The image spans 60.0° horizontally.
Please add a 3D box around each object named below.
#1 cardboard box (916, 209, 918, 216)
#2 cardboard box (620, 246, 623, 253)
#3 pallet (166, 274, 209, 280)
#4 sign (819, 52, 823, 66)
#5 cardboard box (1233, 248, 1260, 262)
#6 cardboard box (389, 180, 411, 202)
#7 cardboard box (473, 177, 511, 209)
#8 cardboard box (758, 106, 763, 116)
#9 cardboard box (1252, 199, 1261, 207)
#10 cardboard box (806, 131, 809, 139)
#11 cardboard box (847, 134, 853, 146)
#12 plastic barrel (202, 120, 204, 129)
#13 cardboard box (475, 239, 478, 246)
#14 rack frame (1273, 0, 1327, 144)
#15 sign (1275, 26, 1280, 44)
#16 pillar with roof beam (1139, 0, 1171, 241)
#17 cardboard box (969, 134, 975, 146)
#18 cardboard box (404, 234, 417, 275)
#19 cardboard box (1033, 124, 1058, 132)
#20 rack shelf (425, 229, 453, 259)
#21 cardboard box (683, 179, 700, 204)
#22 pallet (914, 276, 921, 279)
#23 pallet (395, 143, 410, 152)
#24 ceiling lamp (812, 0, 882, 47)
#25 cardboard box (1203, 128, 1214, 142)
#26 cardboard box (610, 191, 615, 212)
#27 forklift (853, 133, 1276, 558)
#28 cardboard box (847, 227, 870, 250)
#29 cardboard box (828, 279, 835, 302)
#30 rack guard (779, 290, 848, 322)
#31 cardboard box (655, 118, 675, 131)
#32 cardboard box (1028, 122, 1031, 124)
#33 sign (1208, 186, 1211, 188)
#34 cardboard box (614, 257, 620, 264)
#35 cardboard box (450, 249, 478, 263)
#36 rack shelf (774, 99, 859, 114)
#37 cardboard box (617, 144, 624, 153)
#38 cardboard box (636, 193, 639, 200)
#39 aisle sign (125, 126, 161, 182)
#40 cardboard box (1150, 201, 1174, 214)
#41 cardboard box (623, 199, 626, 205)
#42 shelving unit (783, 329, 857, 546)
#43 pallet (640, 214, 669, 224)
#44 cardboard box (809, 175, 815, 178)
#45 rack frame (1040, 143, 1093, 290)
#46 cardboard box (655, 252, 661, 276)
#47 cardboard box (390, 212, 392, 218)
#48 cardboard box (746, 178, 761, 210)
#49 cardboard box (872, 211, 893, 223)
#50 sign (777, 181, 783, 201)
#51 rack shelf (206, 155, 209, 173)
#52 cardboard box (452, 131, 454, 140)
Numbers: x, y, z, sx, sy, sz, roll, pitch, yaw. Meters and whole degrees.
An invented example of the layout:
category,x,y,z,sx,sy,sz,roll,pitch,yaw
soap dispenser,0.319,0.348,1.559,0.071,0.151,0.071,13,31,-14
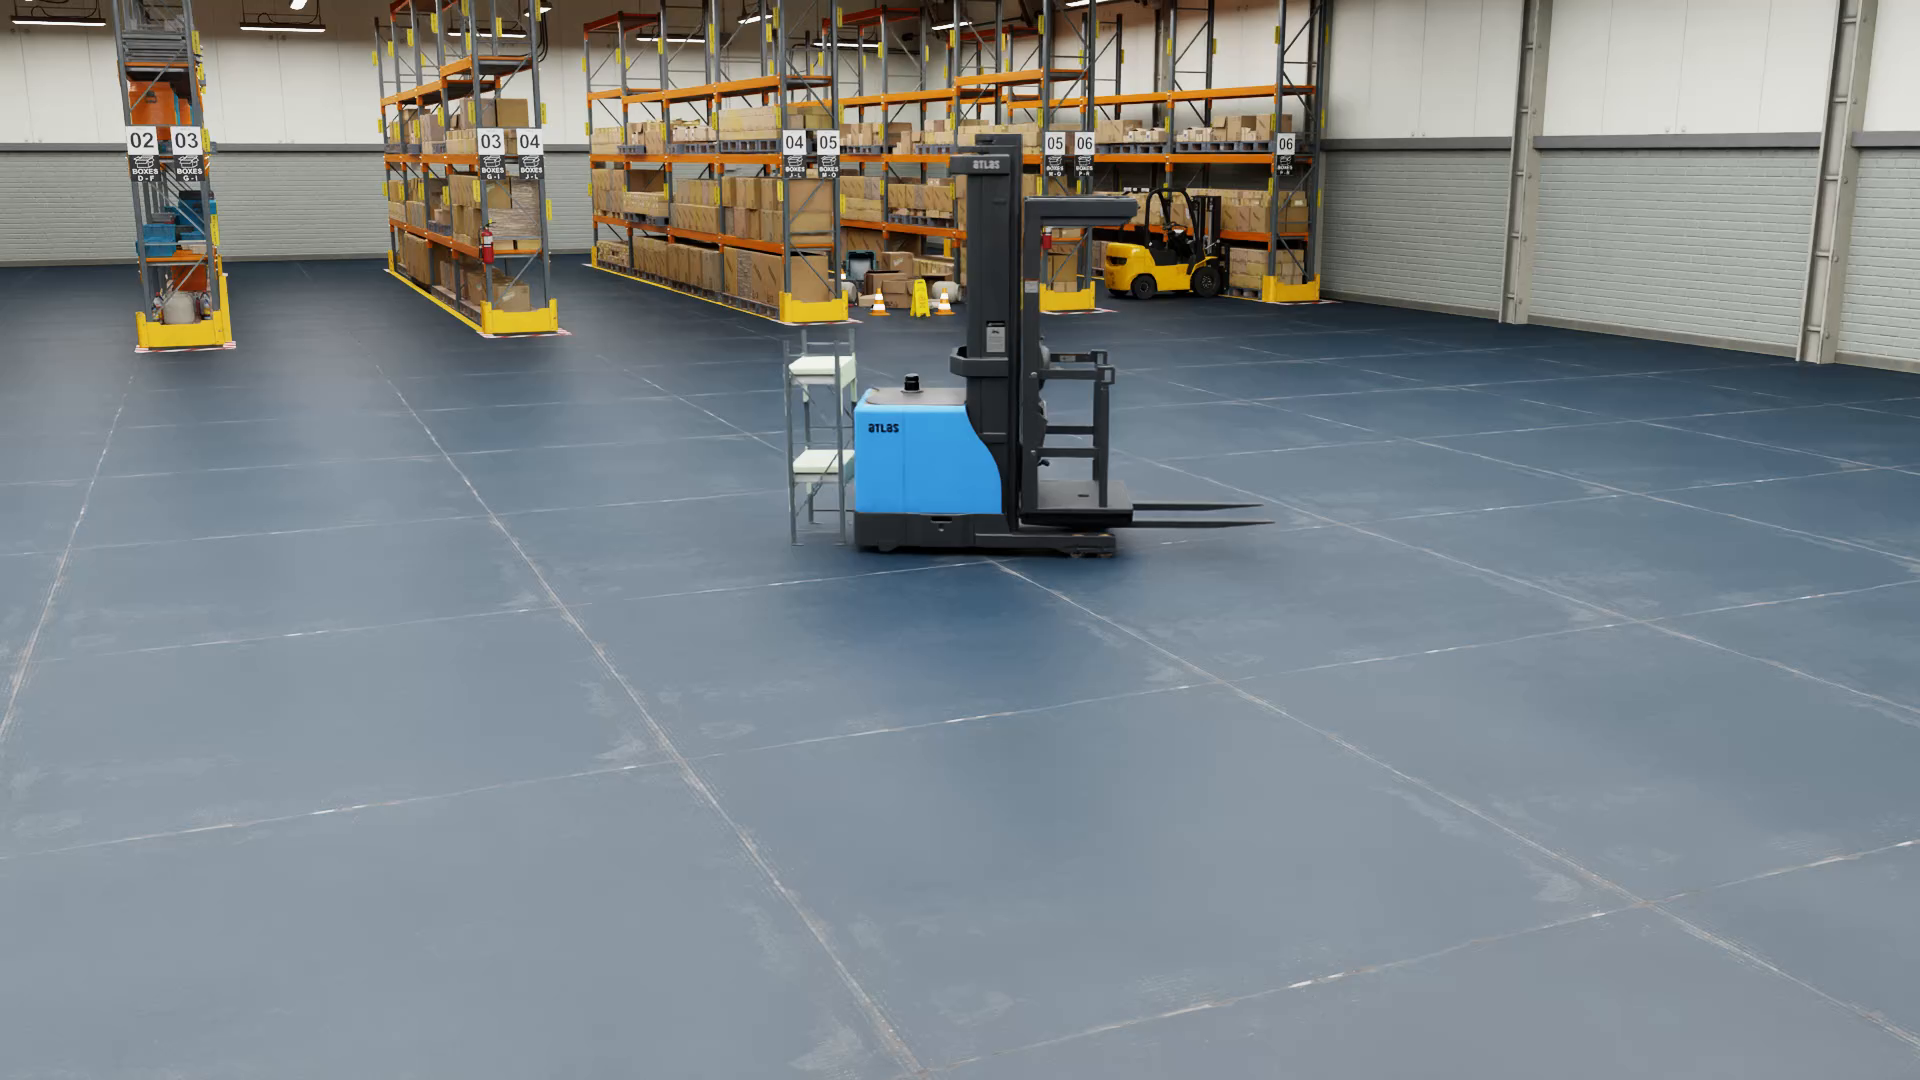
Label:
category,x,y,z,sx,sy,sz,roll,pitch,yaw
cardboard box,-0.728,-7.112,36.070,0.380,0.149,0.250,-5,14,-21
cardboard box,-7.969,-7.006,40.059,0.380,0.149,0.250,-6,14,-23
pallet,-16.796,-5.666,36.381,1.003,0.211,1.213,-6,14,-23
sign,-3.366,-11.628,40.231,0.100,0.325,0.005,-6,14,-23
cardboard box,5.826,-5.712,33.347,0.500,0.250,0.500,-5,14,-22
cardboard box,-13.385,-8.360,39.848,0.500,0.500,0.500,-6,14,-24
cardboard box,-7.568,-5.616,26.883,0.500,0.500,0.500,-6,14,-23
cardboard box,-3.288,-7.449,28.884,0.380,0.149,0.250,-5,14,-22
cardboard box,5.980,-6.649,32.786,0.380,0.149,0.250,-5,14,-22
cardboard box,-2.482,-7.016,28.782,0.380,0.149,0.250,-5,14,-22
cardboard box,-2.437,-9.410,39.088,0.396,0.266,0.258,-4,14,-18
plastic barrel,-15.915,-8.463,34.283,0.600,0.588,0.600,0,13,0
cardboard box,-7.940,-5.018,27.958,0.380,0.149,0.250,-6,14,-23
rack frame,6.506,-9.111,31.778,1.000,3.000,0.127,-6,14,-23
sign,6.003,-9.558,31.464,0.100,0.325,0.005,-6,14,-23
pillar with roof beam,0.705,-10.187,36.427,9.100,9.000,0.548,-6,14,-23
cardboard box,0.497,-7.877,32.773,0.500,0.250,0.500,-6,14,-23
cardboard box,-11.653,-6.362,36.987,1.225,0.875,0.875,-6,14,-23
cardboard box,1.553,-7.510,30.301,0.380,0.149,0.250,-5,14,-22
rack shelf,-9.524,-5.733,32.083,1.077,0.370,4.000,-6,14,-23
cardboard box,-5.366,-7.262,34.653,0.700,0.500,0.500,-6,14,-24
pallet,-0.449,-5.620,36.184,1.003,0.211,1.213,-6,14,-23
pallet,-12.246,-8.911,37.764,1.003,0.211,1.213,-6,14,-23
ceiling lamp,-3.110,-15.604,46.886,2.000,3.185,0.800,-6,14,-23
cardboard box,5.220,-8.330,34.200,0.396,0.266,0.258,-6,14,-24
cardboard box,-8.200,-8.228,40.389,0.500,0.500,0.500,-6,14,-23
forklift,0.764,-1.425,12.025,3.031,2.935,1.130,0,13,2
cardboard box,-2.157,-7.081,40.092,0.875,0.875,0.875,-5,14,-21
cardboard box,-2.576,-4.653,31.359,0.500,0.500,0.500,-3,13,-13
rack guard,-2.526,-4.048,28.752,1.175,0.500,0.348,-6,14,-23
cardboard box,-6.360,-8.971,35.909,0.396,0.266,0.258,-6,14,-23
cardboard box,1.884,-10.549,42.471,0.396,0.266,0.258,-6,14,-24
sign,5.411,-7.525,36.136,0.100,0.325,0.005,-6,14,-23
cardboard box,-8.227,-6.830,40.619,0.380,0.149,0.250,-6,14,-23
cardboard box,-9.808,-5.614,32.879,0.500,0.250,0.500,-4,14,-17
rack shelf,-3.649,-11.009,42.461,1.077,0.370,4.000,-6,14,-23
cardboard box,-7.787,-9.215,39.215,0.500,0.250,0.500,-5,14,-22
cardboard box,-7.088,-7.732,37.433,0.380,0.149,0.250,-5,14,-21
aisle sign,-11.903,-5.621,24.240,0.394,0.787,0.004,-6,14,-23
cardboard box,4.472,-7.263,36.324,0.500,0.250,0.500,-6,14,-24
cardboard box,-7.606,-7.854,38.620,0.380,0.149,0.250,-5,14,-22
shelving unit,-1.018,-0.775,12.375,0.431,1.500,0.755,0,13,5
pallet,-6.571,-7.236,37.406,1.003,0.211,1.213,-6,14,-23
cardboard box,-3.486,-8.932,41.871,0.500,0.500,0.500,-6,14,-24
rack frame,1.959,-5.739,30.514,1.000,3.000,0.127,-6,14,-23
cardboard box,-6.448,-6.130,36.818,0.500,0.500,0.500,-5,14,-21
cardboard box,-13.586,-7.871,40.283,0.380,0.149,0.250,-6,14,-24
cardboard box,-3.385,-6.281,30.130,0.875,0.550,0.500,-6,14,-23
cardboard box,-1.686,-7.400,38.022,0.500,0.250,0.500,-6,14,-25
sign,-3.039,-5.904,28.135,0.100,0.325,0.005,-6,14,-23
rack shelf,-14.063,-6.747,29.812,1.077,0.370,4.000,-6,14,-23
cardboard box,-8.706,-7.109,29.229,0.380,0.149,0.250,-6,14,-26
